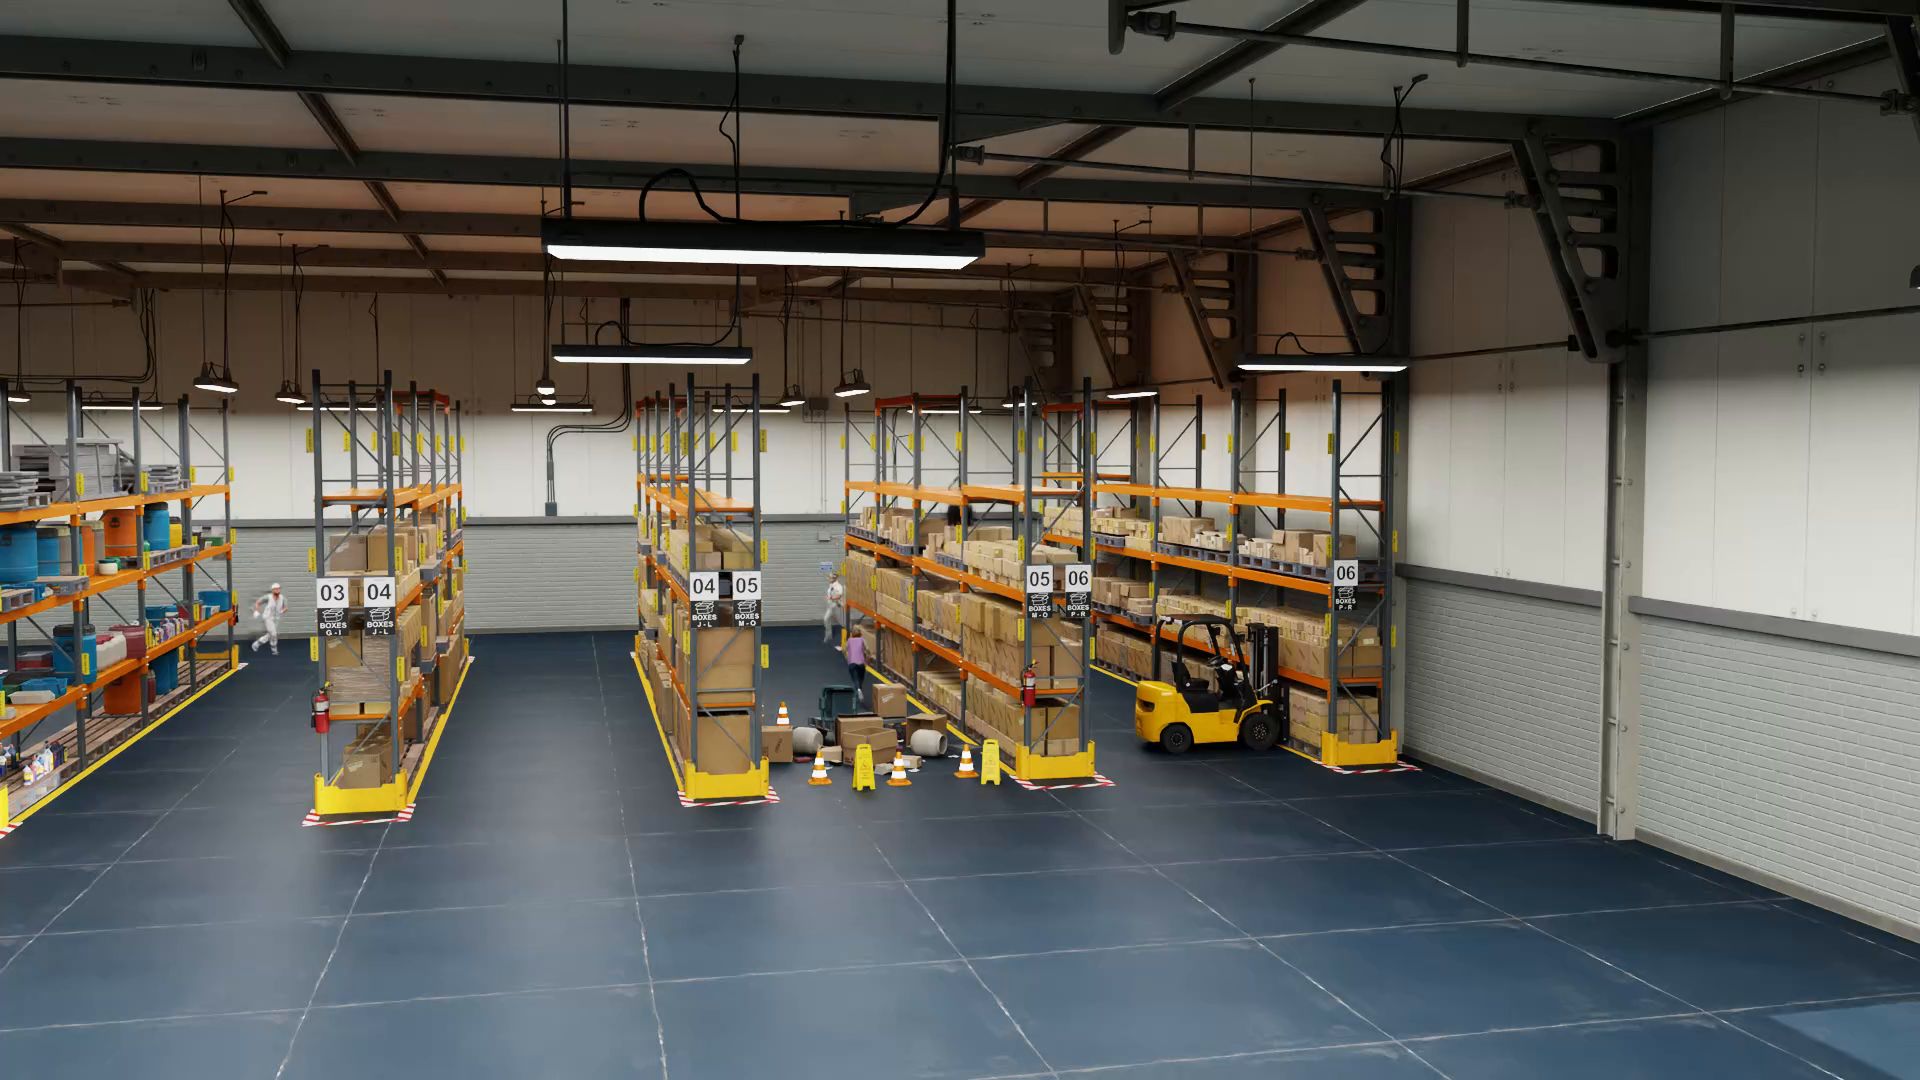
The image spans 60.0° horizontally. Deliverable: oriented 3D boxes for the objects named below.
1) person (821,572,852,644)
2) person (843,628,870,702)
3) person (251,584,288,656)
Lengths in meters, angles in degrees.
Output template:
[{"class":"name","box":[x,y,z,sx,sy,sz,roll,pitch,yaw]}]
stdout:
[{"class":"person","box":[-3.074,1.703,41.853,0.855,1.824,0.669,-1,4,-24]},{"class":"person","box":[-2.000,2.473,32.132,0.538,1.368,0.973,0,3,-4]},{"class":"person","box":[-16.397,1.892,39.459,0.701,1.726,0.802,2,4,31]}]
